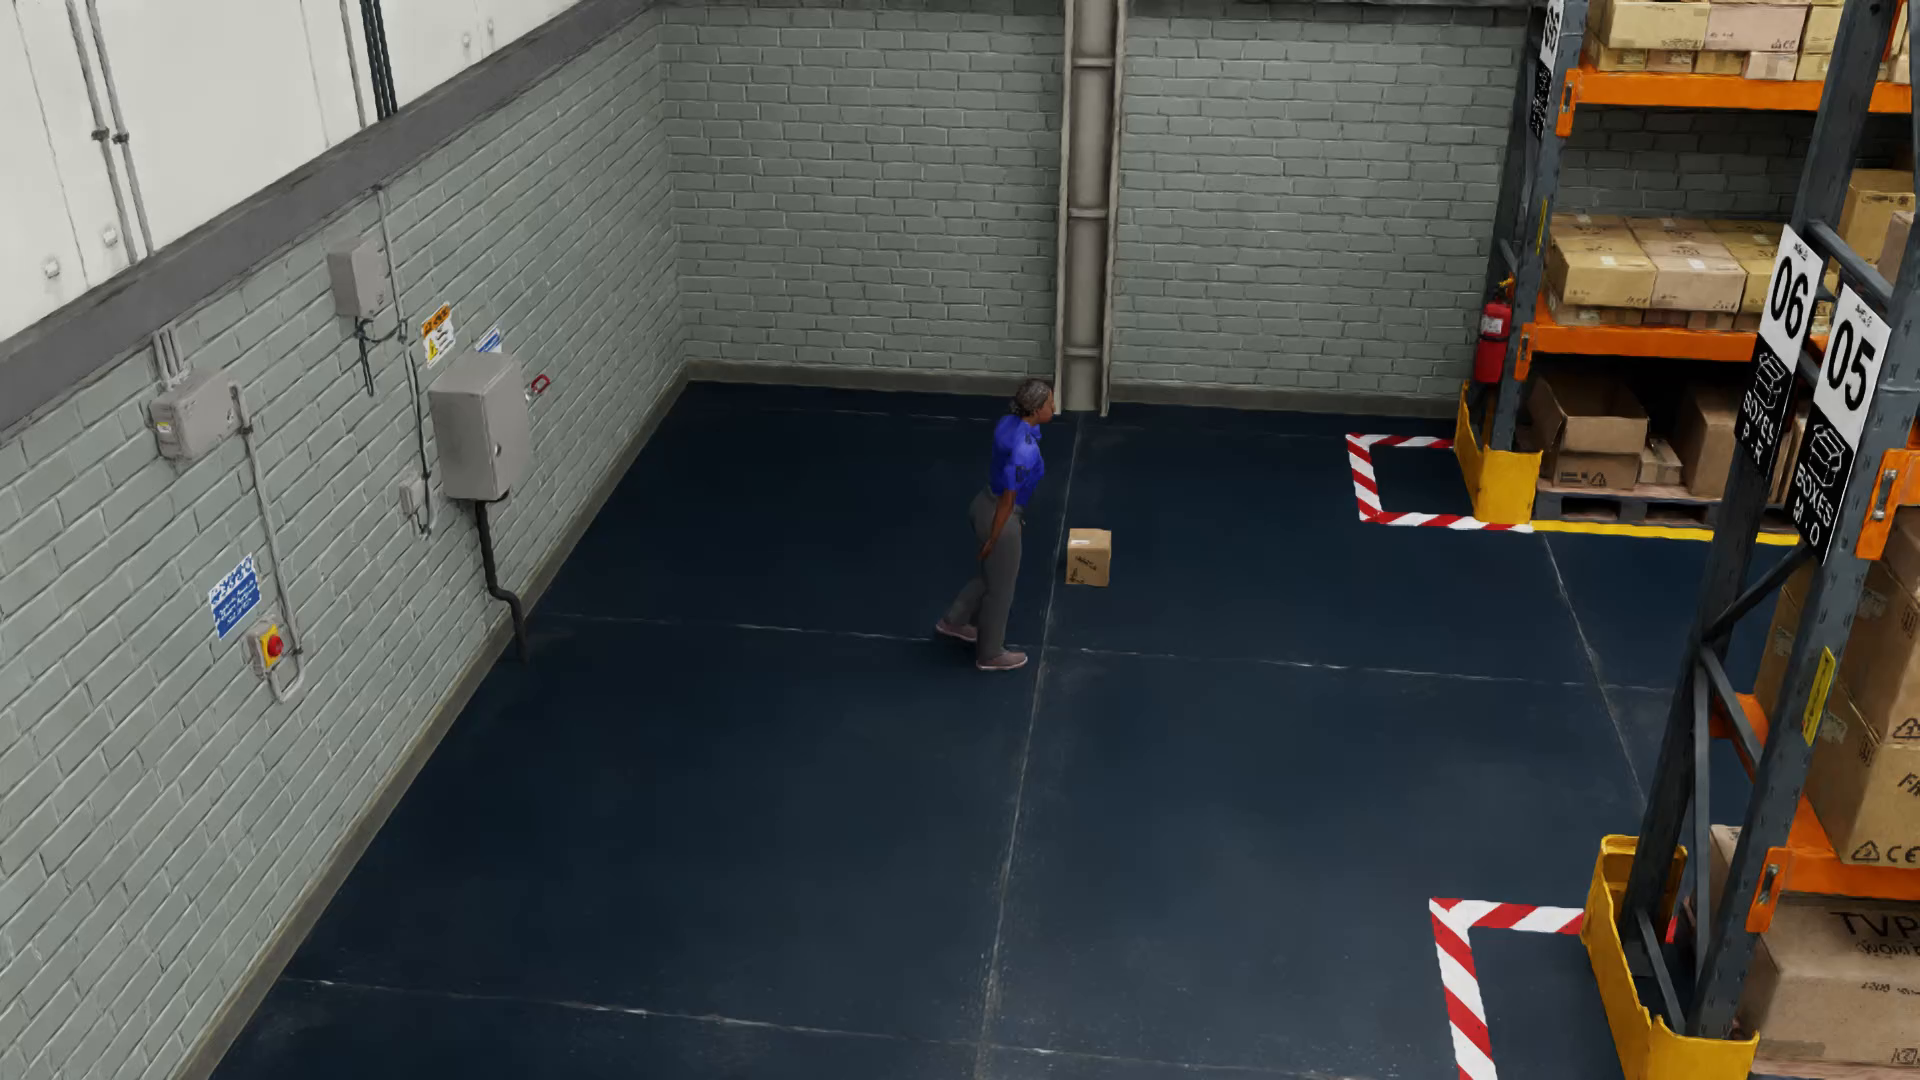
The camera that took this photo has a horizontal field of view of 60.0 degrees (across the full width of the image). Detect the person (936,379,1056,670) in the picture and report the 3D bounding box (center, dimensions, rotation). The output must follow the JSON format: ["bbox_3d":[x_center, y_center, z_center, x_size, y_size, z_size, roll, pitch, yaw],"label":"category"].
[{"bbox_3d":[0.191,-0.070,8.799,0.614,1.621,0.448,-7,29,-13],"label":"person"}]
